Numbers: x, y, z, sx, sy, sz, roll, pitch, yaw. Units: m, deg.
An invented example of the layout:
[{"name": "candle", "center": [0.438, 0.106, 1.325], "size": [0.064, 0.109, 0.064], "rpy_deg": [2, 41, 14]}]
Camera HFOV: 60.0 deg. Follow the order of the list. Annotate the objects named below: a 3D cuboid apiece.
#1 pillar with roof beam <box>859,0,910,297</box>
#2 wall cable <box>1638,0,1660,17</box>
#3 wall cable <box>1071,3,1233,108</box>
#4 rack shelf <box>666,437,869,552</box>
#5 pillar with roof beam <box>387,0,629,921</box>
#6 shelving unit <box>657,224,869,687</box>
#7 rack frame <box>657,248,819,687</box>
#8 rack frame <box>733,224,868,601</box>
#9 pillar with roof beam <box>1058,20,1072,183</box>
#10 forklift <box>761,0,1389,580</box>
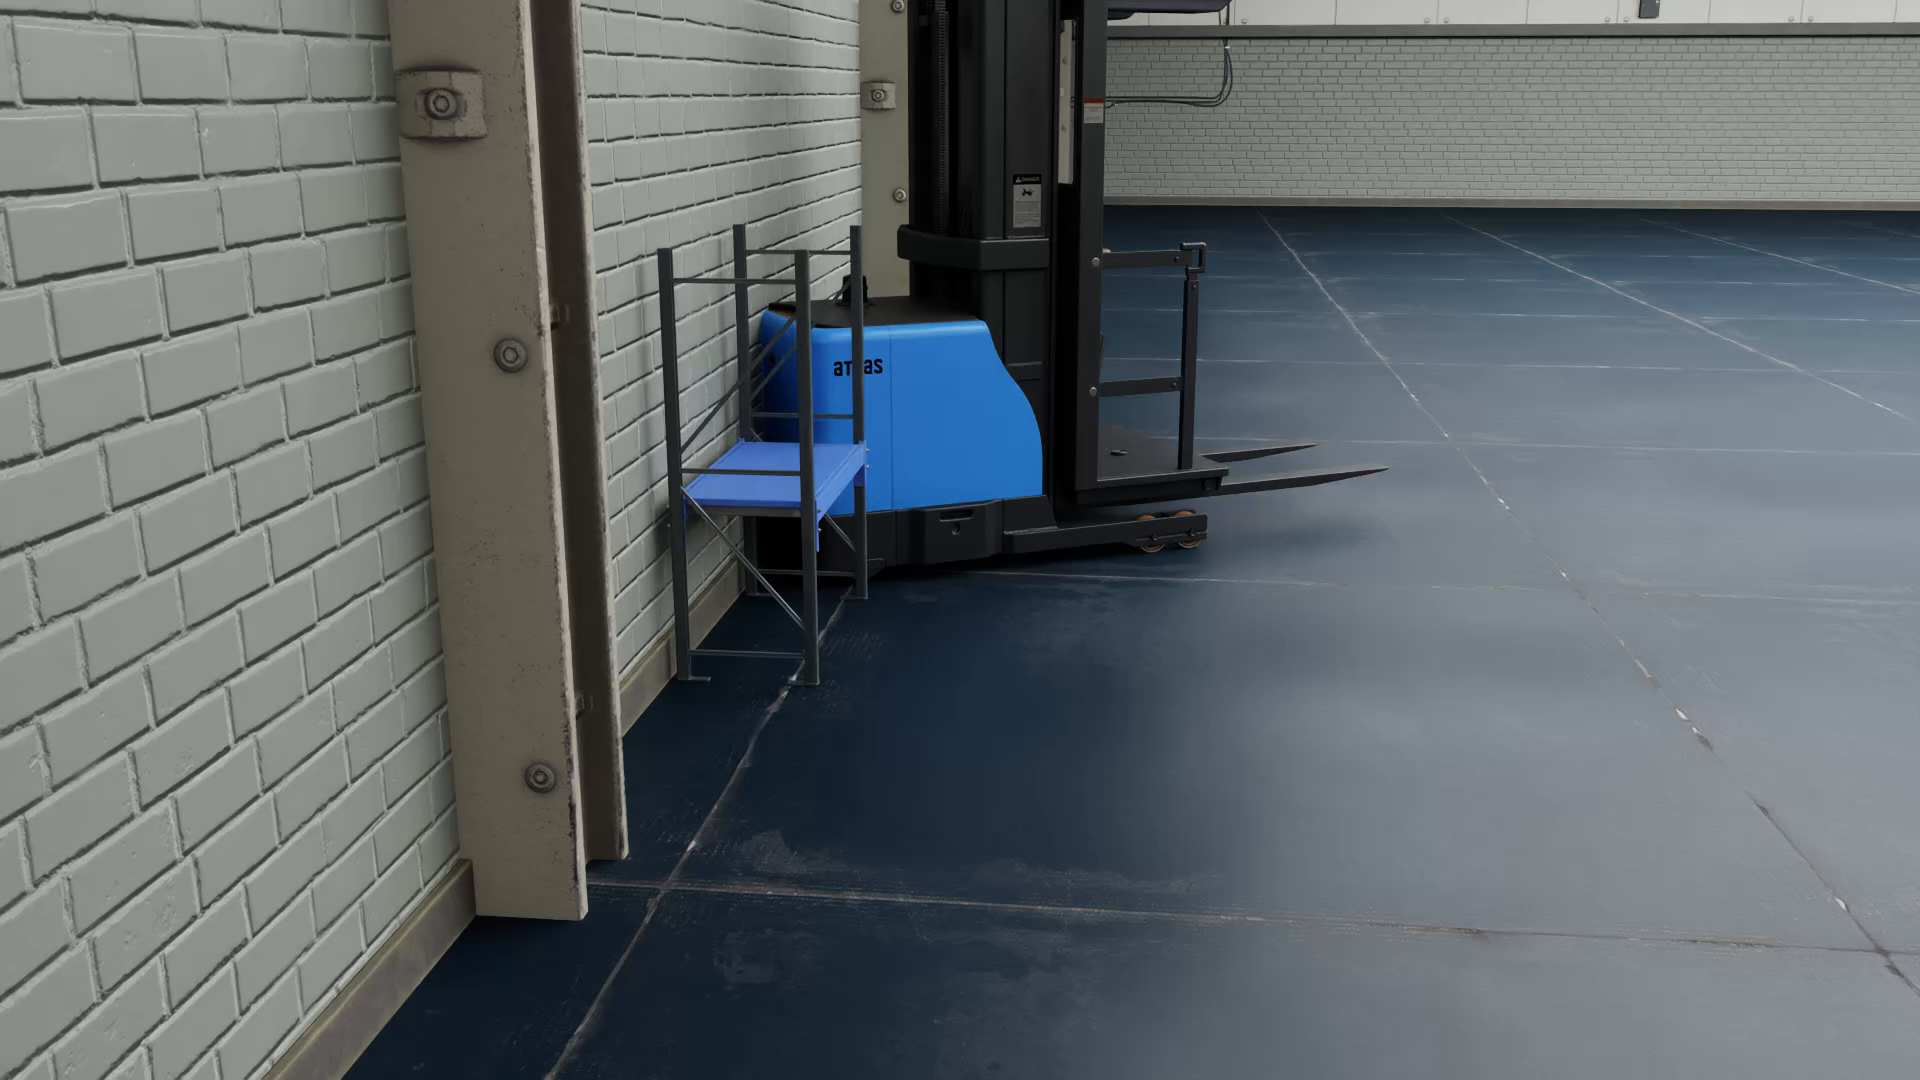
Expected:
[{"name": "pillar with roof beam", "center": [3.878, -4.880, 8.468], "size": [9.100, 9.000, 0.400], "rpy_deg": [2, 15, 6]}, {"name": "wall cable", "center": [12.709, -11.758, 27.391], "size": [2.305, 6.003, 0.169], "rpy_deg": [2, 15, 6]}, {"name": "wall cable", "center": [3.278, -8.901, 29.289], "size": [3.097, 2.526, 0.112], "rpy_deg": [2, 15, 6]}, {"name": "rack shelf", "center": [-0.684, -0.184, 6.159], "size": [0.538, 0.185, 1.000], "rpy_deg": [2, 15, 6]}, {"name": "pillar with roof beam", "center": [3.201, -3.323, 2.713], "size": [9.100, 9.000, 0.400], "rpy_deg": [2, 15, 6]}, {"name": "shelving unit", "center": [-0.684, -0.358, 6.112], "size": [0.538, 1.500, 1.048], "rpy_deg": [2, 15, 6]}, {"name": "rack frame", "center": [-0.741, -0.226, 5.624], "size": [0.500, 1.500, 0.032], "rpy_deg": [2, 15, 6]}, {"name": "rack frame", "center": [-0.627, -0.490, 6.600], "size": [0.500, 1.500, 0.032], "rpy_deg": [2, 15, 6]}, {"name": "pillar with roof beam", "center": [5.909, -9.548, 25.733], "size": [9.100, 9.000, 0.400], "rpy_deg": [2, 15, 6]}, {"name": "forklift", "center": [0.573, -1.478, 7.514], "size": [3.031, 2.935, 1.130], "rpy_deg": [-6, 16, -22]}]
